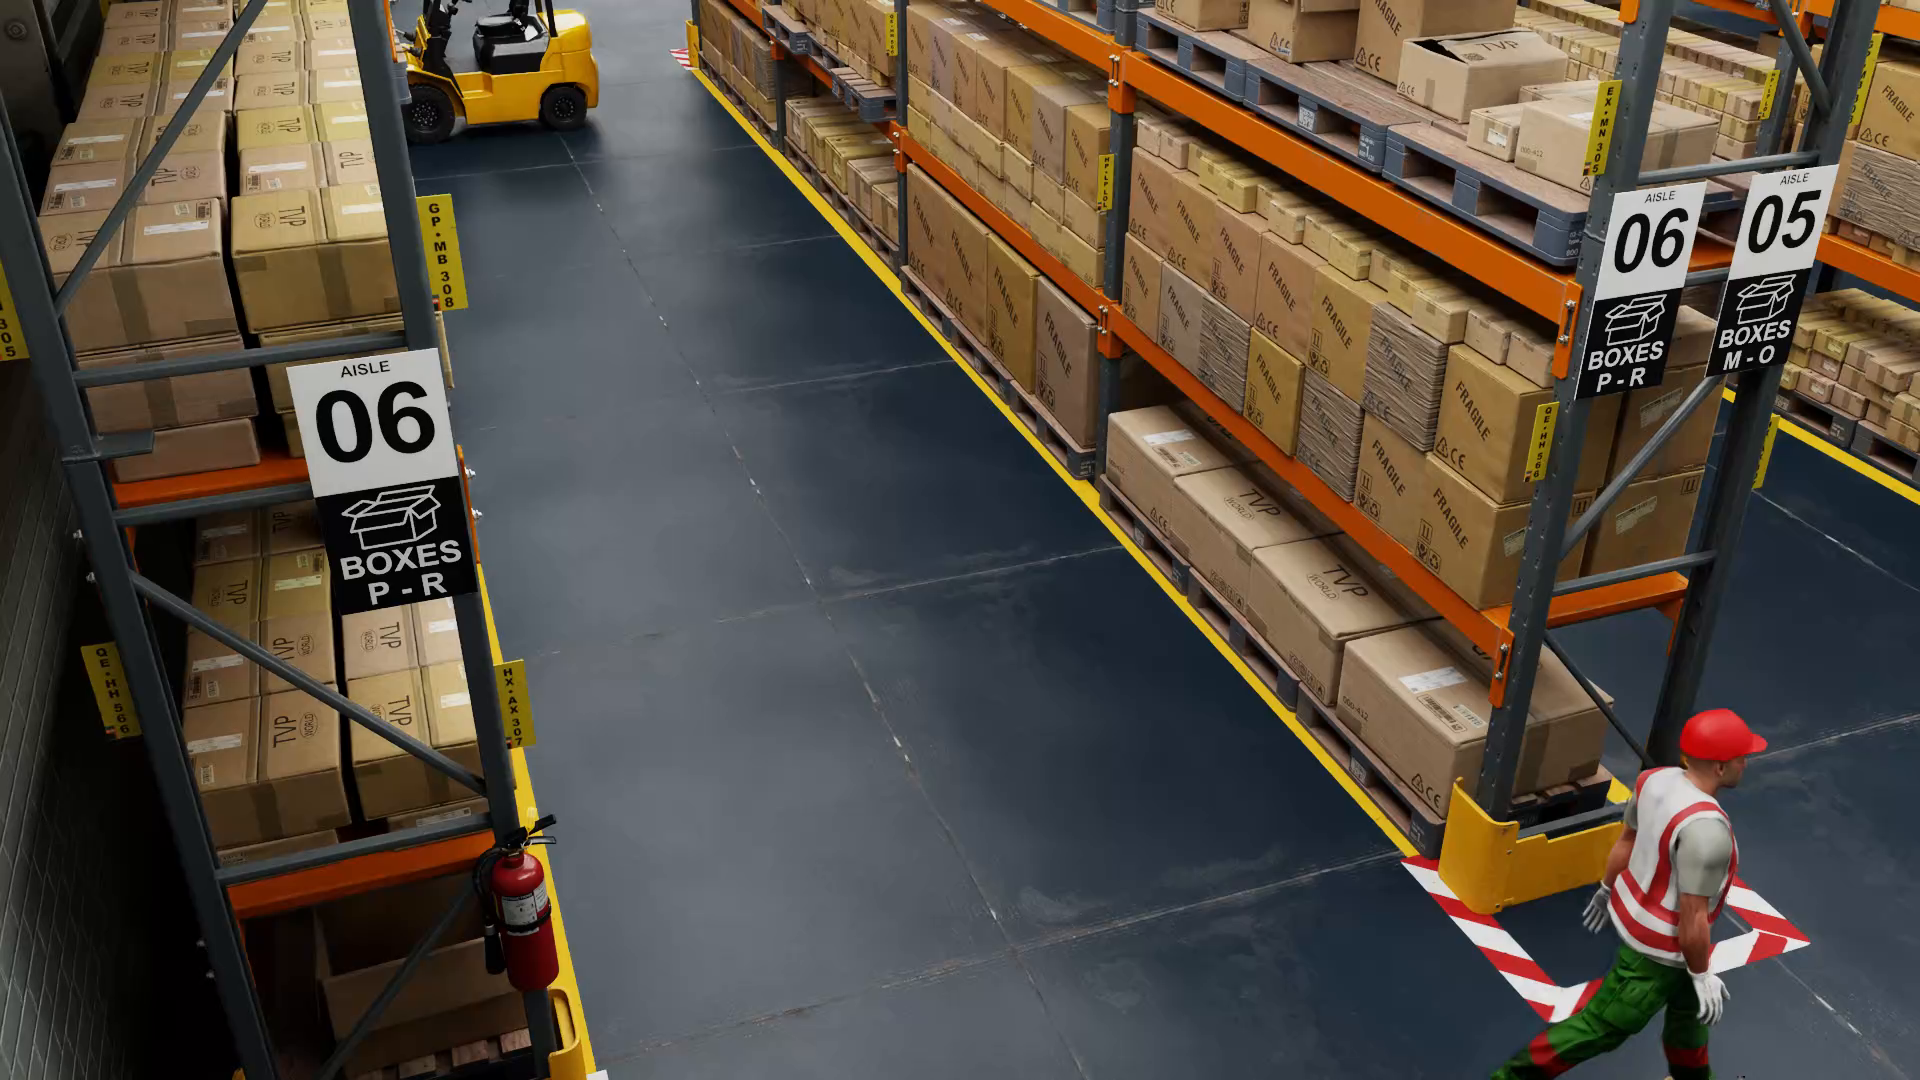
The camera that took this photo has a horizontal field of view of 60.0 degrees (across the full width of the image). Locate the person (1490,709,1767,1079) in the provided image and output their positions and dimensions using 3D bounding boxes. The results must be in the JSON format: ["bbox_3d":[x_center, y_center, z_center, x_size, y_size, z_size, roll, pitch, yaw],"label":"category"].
[{"bbox_3d":[2.478,1.401,5.882,1.054,1.732,0.667,0,30,0],"label":"person"}]
